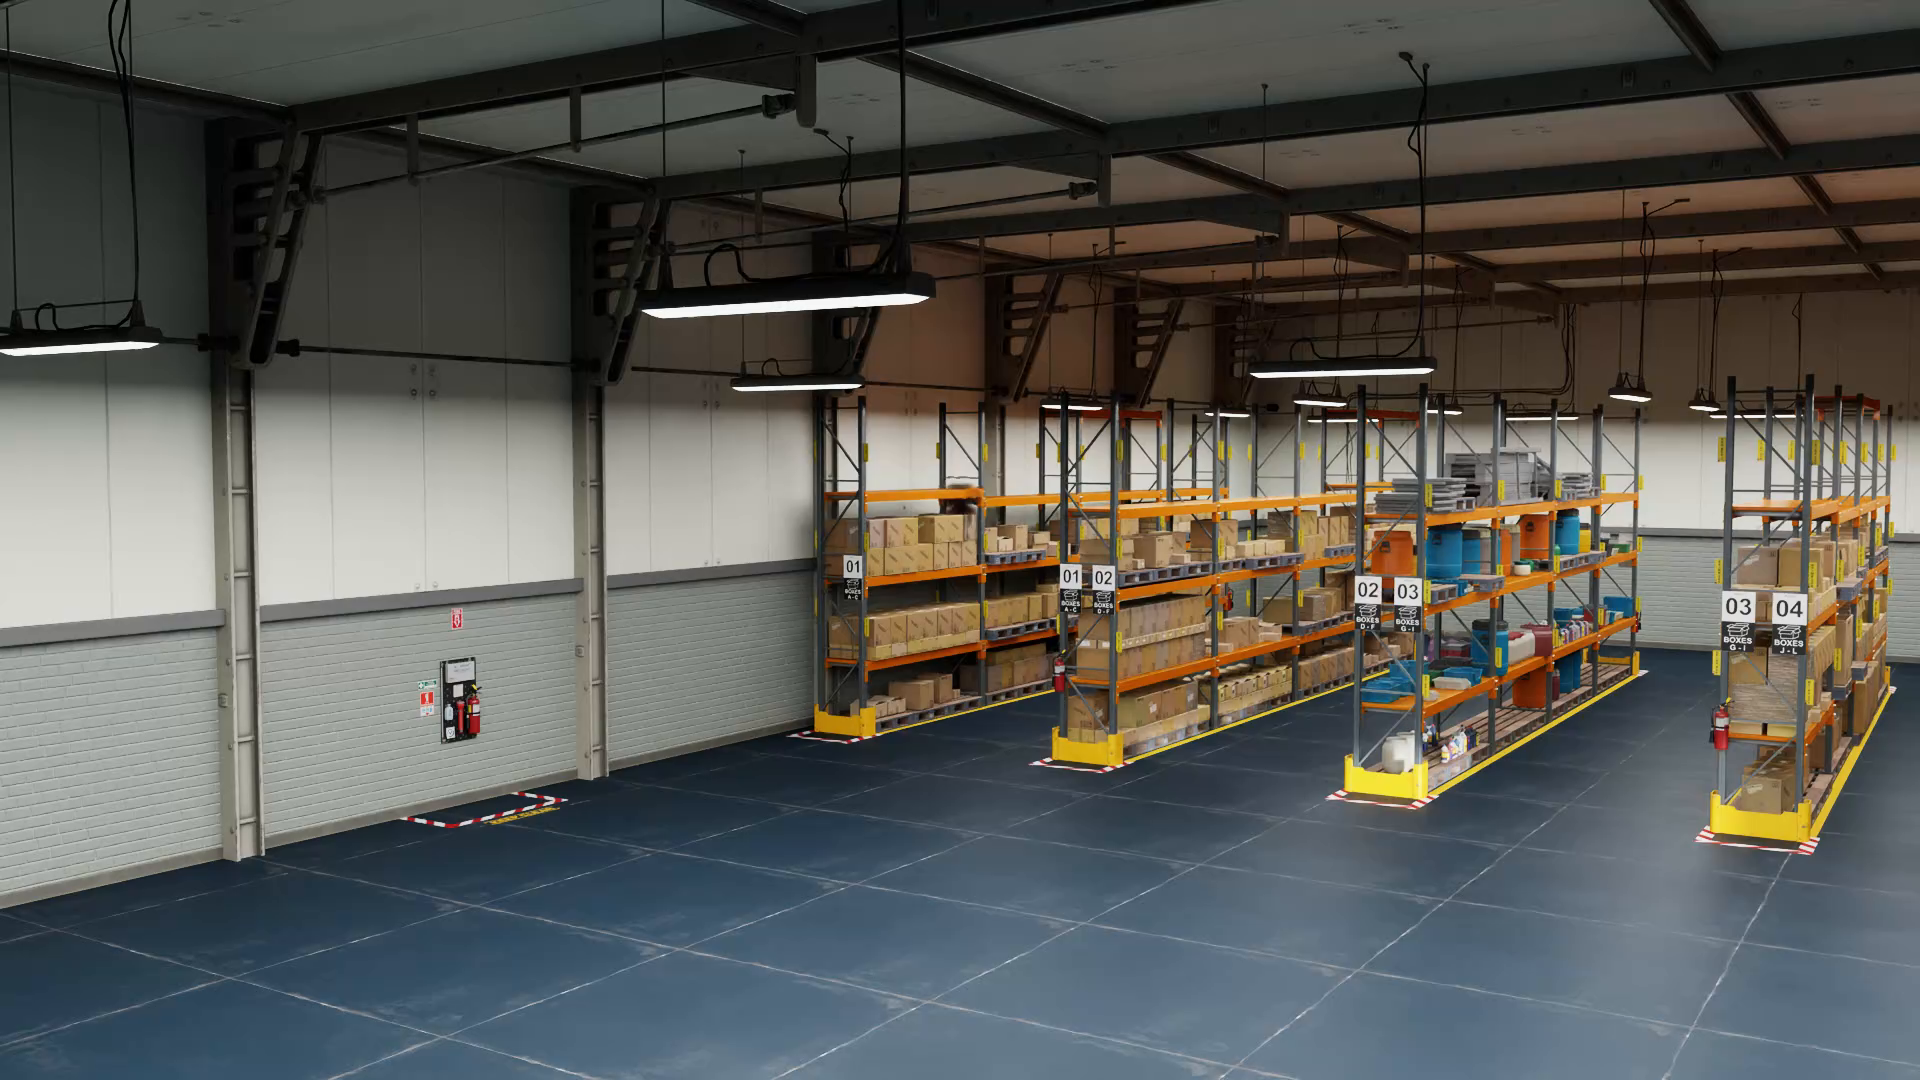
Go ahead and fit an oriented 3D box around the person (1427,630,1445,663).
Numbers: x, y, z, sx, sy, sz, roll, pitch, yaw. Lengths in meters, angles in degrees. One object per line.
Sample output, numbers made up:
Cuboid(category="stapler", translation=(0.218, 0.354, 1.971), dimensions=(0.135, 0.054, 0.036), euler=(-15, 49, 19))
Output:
Cuboid(category="person", translation=(9.353, 2.530, 32.459), dimensions=(0.490, 1.589, 0.658), euler=(2, 4, 35))
